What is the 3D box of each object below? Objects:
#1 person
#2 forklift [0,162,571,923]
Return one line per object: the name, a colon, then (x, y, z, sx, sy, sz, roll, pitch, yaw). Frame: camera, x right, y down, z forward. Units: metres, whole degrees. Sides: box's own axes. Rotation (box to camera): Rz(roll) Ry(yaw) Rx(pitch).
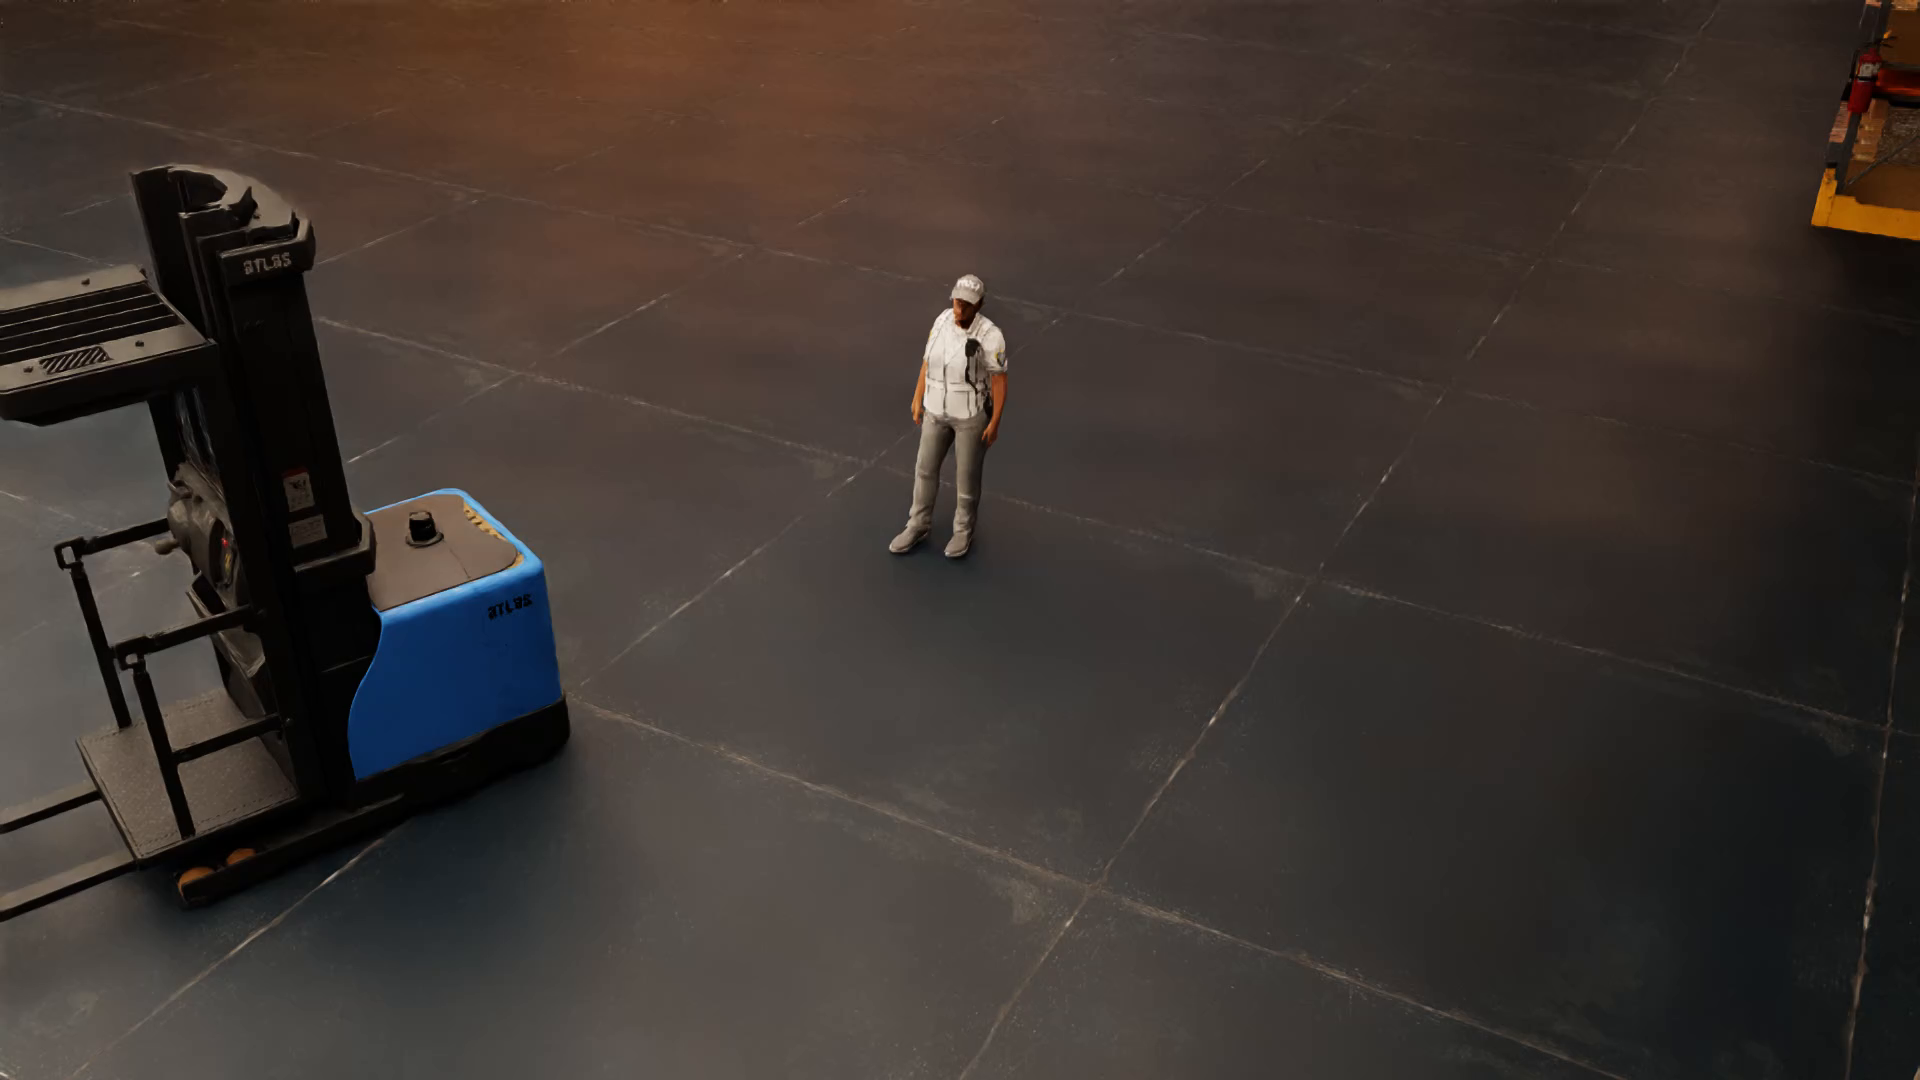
person: (-0.057, -0.700, 9.534, 0.598, 1.669, 0.529, 15, 33, 25)
forklift: (-3.395, 0.021, 7.034, 3.031, 2.935, 1.130, -21, 36, -32)
